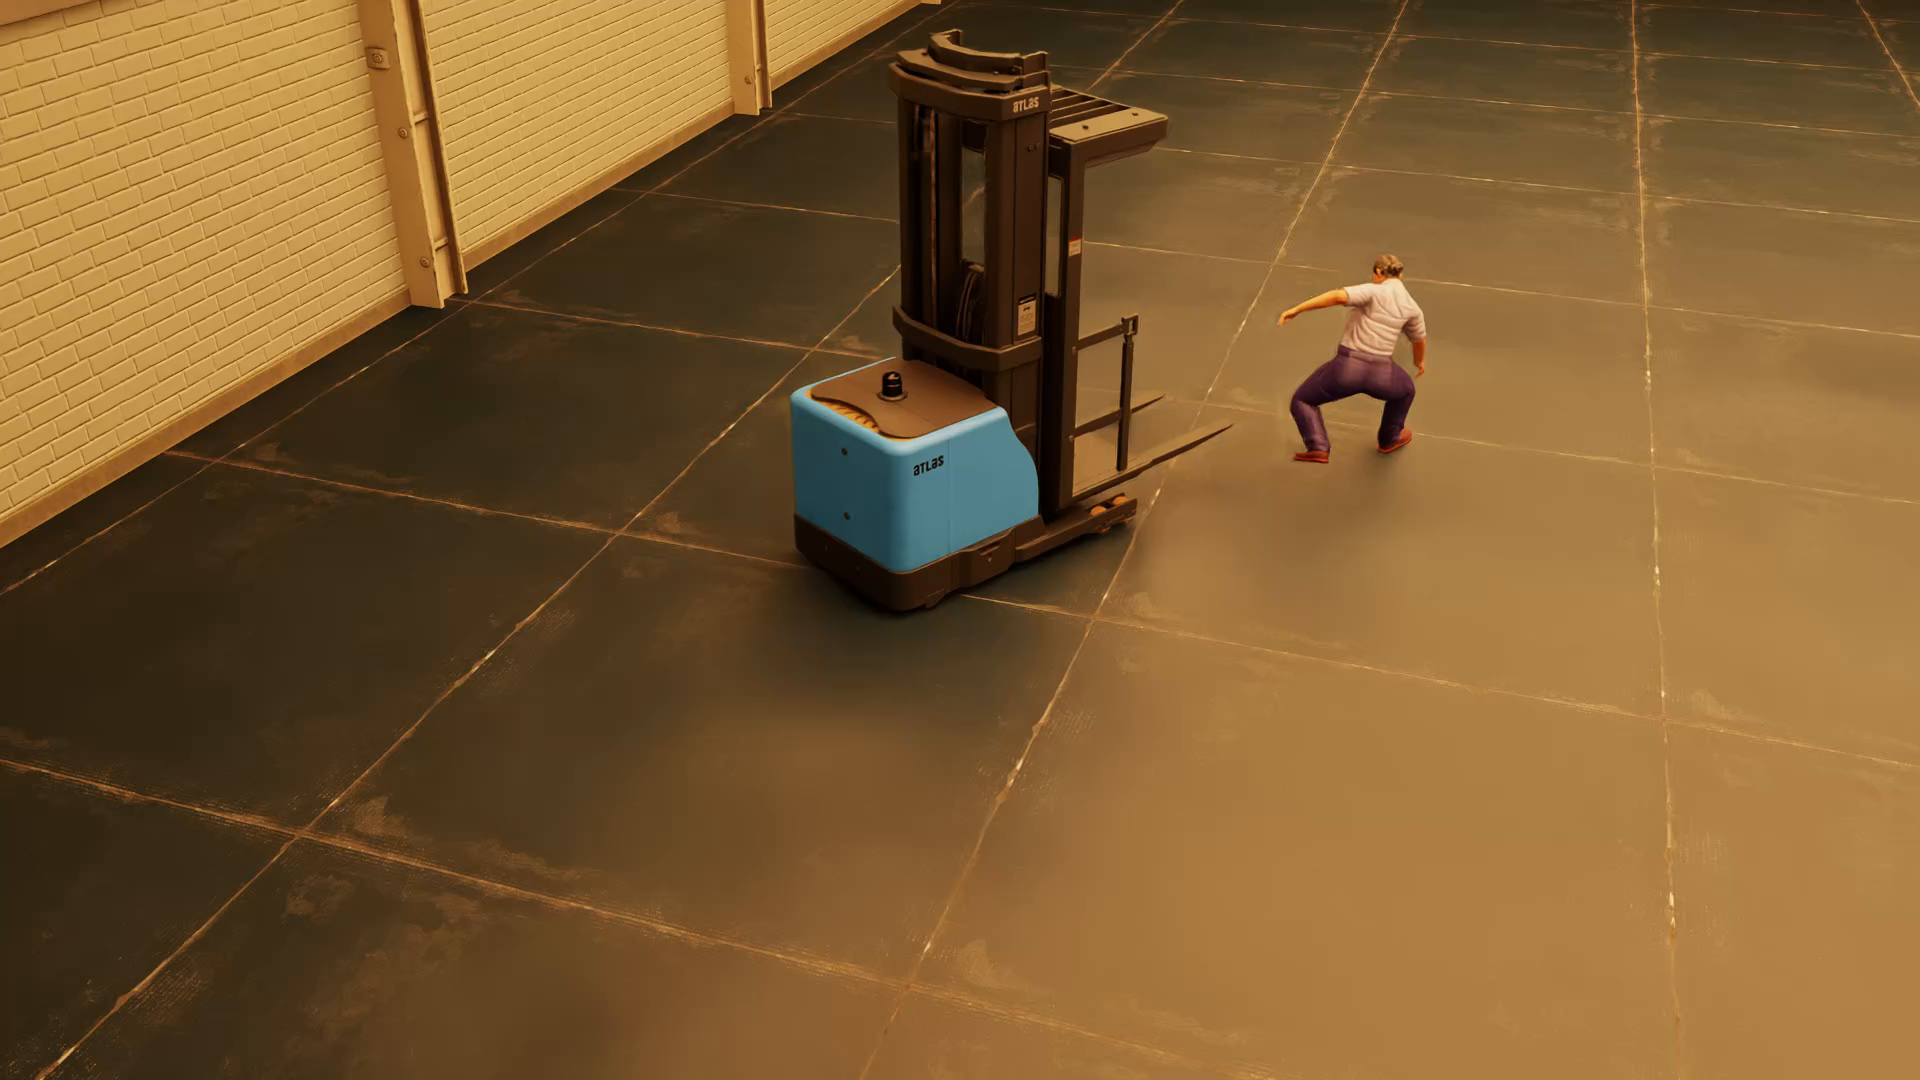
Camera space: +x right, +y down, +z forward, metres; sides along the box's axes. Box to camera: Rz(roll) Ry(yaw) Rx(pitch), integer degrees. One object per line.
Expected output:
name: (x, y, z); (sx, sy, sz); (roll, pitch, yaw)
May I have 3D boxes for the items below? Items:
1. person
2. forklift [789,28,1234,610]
person: (2.515, -1.105, 10.638); (1.095, 1.384, 0.707); (-1, 30, -1)
forklift: (0.458, -1.486, 9.744); (3.031, 2.935, 1.130); (-24, 37, -35)
